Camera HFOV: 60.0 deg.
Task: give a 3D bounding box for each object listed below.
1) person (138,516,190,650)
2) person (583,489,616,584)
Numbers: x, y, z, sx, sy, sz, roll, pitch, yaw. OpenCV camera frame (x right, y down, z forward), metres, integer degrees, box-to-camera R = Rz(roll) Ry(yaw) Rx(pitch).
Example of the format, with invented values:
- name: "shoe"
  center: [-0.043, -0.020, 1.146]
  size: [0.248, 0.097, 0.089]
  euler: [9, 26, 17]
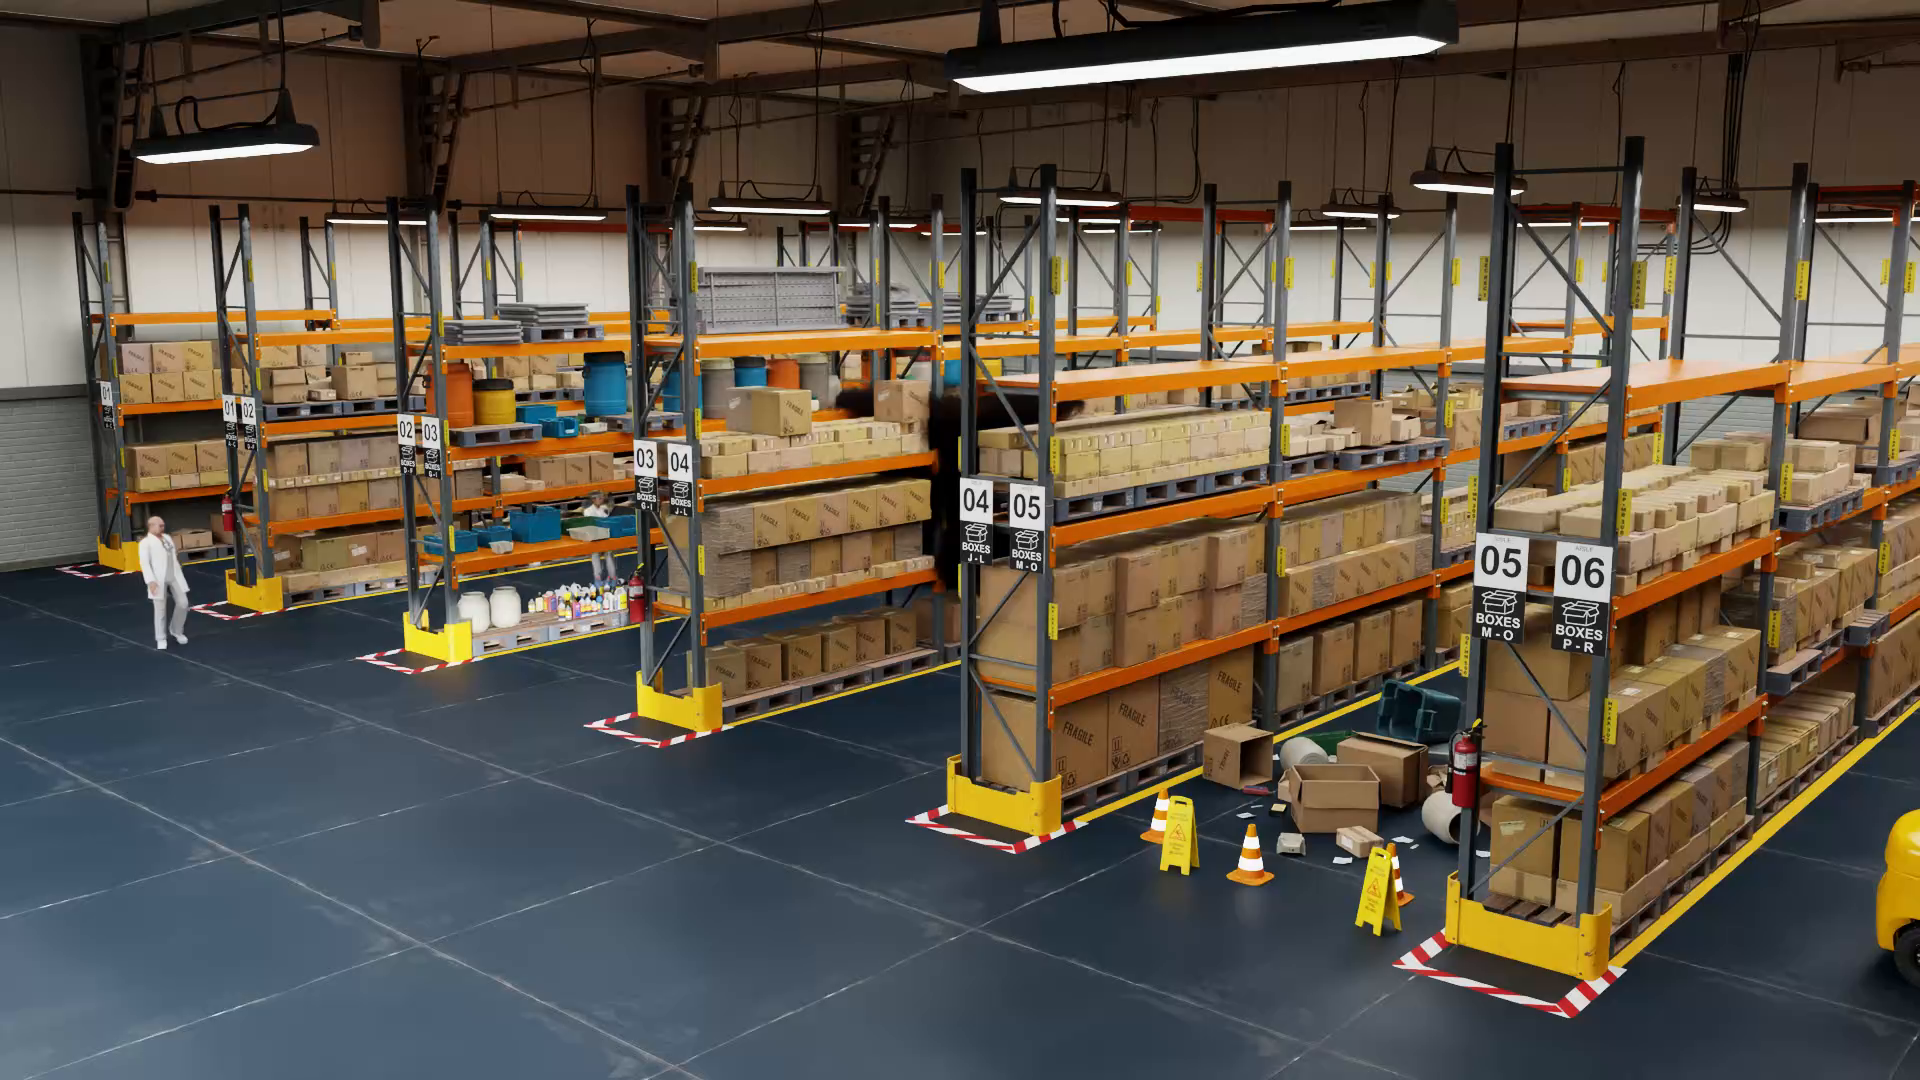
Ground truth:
- name: "person"
  center: [-10.780, 0.567, 22.524]
  size: [0.573, 1.785, 0.635]
  euler: [8, 13, 41]
- name: "person"
  center: [-5.641, 0.036, 26.053]
  size: [0.533, 1.690, 0.358]
  euler: [-2, 10, -13]
